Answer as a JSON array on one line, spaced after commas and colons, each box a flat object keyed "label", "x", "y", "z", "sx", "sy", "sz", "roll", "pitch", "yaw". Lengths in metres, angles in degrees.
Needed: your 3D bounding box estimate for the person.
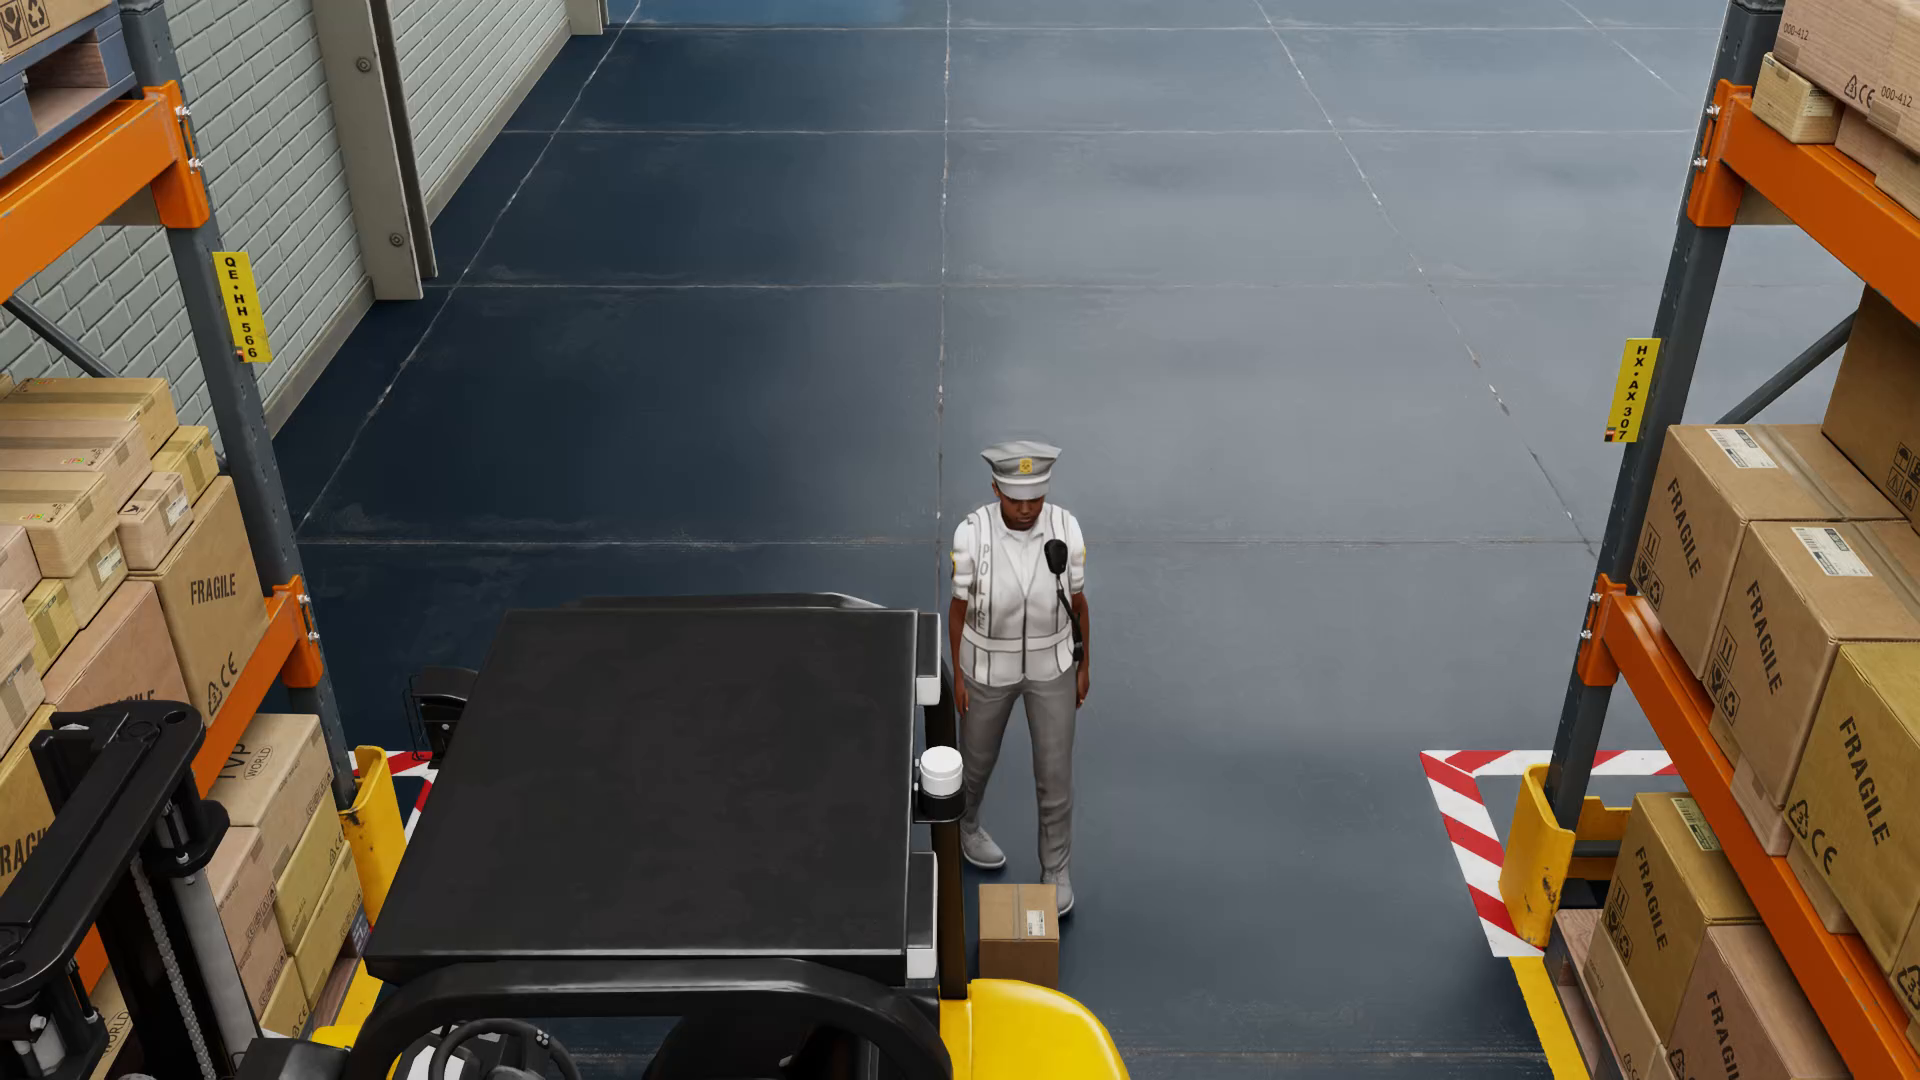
[{"label": "person", "x": 0.184, "y": 0.442, "z": 5.404, "sx": 0.490, "sy": 1.682, "sz": 0.519, "roll": -3, "pitch": 32, "yaw": -4}]
